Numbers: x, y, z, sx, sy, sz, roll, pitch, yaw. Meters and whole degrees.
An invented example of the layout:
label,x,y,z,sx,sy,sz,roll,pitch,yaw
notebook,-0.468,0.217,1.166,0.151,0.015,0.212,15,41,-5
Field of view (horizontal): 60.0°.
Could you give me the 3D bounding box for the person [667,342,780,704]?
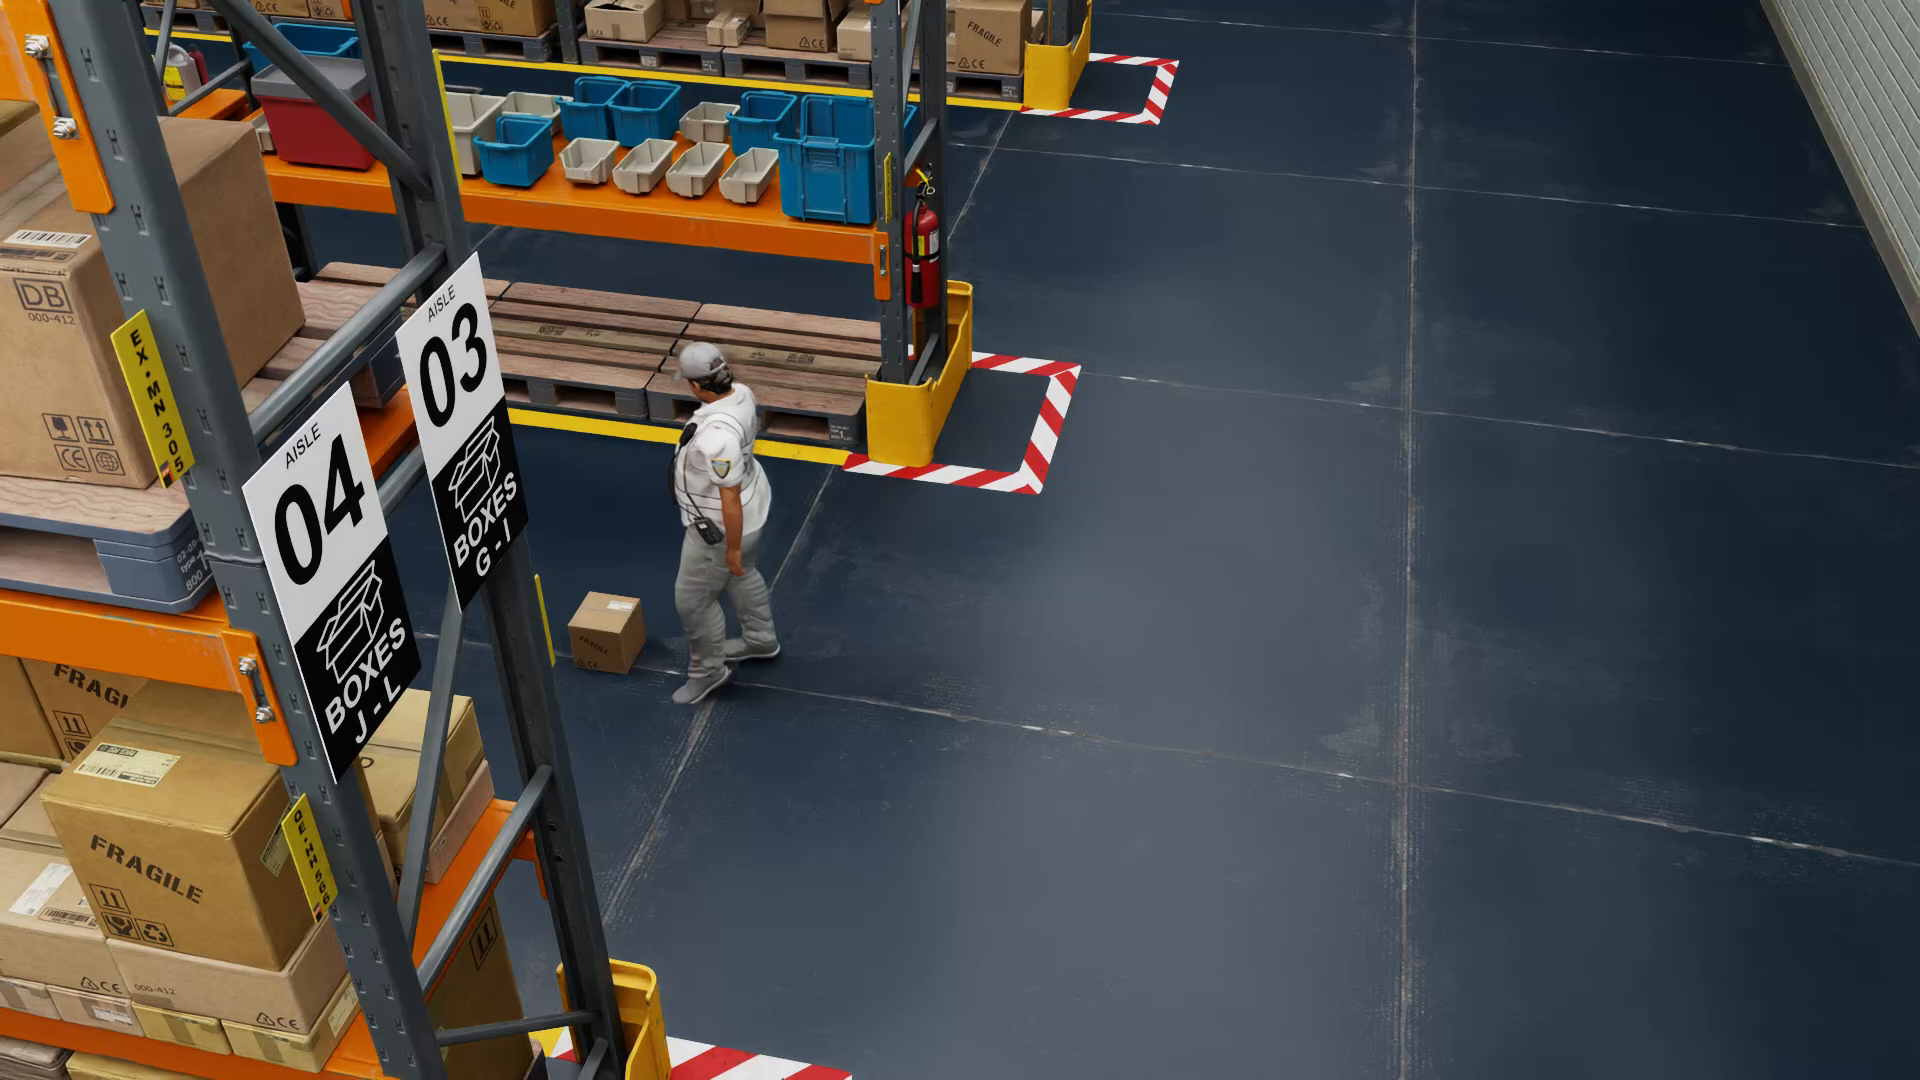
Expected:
label,x,y,z,sx,sy,sz,roll,pitch,yaw
person,-1.042,-0.068,7.080,0.478,1.716,0.516,2,37,3
